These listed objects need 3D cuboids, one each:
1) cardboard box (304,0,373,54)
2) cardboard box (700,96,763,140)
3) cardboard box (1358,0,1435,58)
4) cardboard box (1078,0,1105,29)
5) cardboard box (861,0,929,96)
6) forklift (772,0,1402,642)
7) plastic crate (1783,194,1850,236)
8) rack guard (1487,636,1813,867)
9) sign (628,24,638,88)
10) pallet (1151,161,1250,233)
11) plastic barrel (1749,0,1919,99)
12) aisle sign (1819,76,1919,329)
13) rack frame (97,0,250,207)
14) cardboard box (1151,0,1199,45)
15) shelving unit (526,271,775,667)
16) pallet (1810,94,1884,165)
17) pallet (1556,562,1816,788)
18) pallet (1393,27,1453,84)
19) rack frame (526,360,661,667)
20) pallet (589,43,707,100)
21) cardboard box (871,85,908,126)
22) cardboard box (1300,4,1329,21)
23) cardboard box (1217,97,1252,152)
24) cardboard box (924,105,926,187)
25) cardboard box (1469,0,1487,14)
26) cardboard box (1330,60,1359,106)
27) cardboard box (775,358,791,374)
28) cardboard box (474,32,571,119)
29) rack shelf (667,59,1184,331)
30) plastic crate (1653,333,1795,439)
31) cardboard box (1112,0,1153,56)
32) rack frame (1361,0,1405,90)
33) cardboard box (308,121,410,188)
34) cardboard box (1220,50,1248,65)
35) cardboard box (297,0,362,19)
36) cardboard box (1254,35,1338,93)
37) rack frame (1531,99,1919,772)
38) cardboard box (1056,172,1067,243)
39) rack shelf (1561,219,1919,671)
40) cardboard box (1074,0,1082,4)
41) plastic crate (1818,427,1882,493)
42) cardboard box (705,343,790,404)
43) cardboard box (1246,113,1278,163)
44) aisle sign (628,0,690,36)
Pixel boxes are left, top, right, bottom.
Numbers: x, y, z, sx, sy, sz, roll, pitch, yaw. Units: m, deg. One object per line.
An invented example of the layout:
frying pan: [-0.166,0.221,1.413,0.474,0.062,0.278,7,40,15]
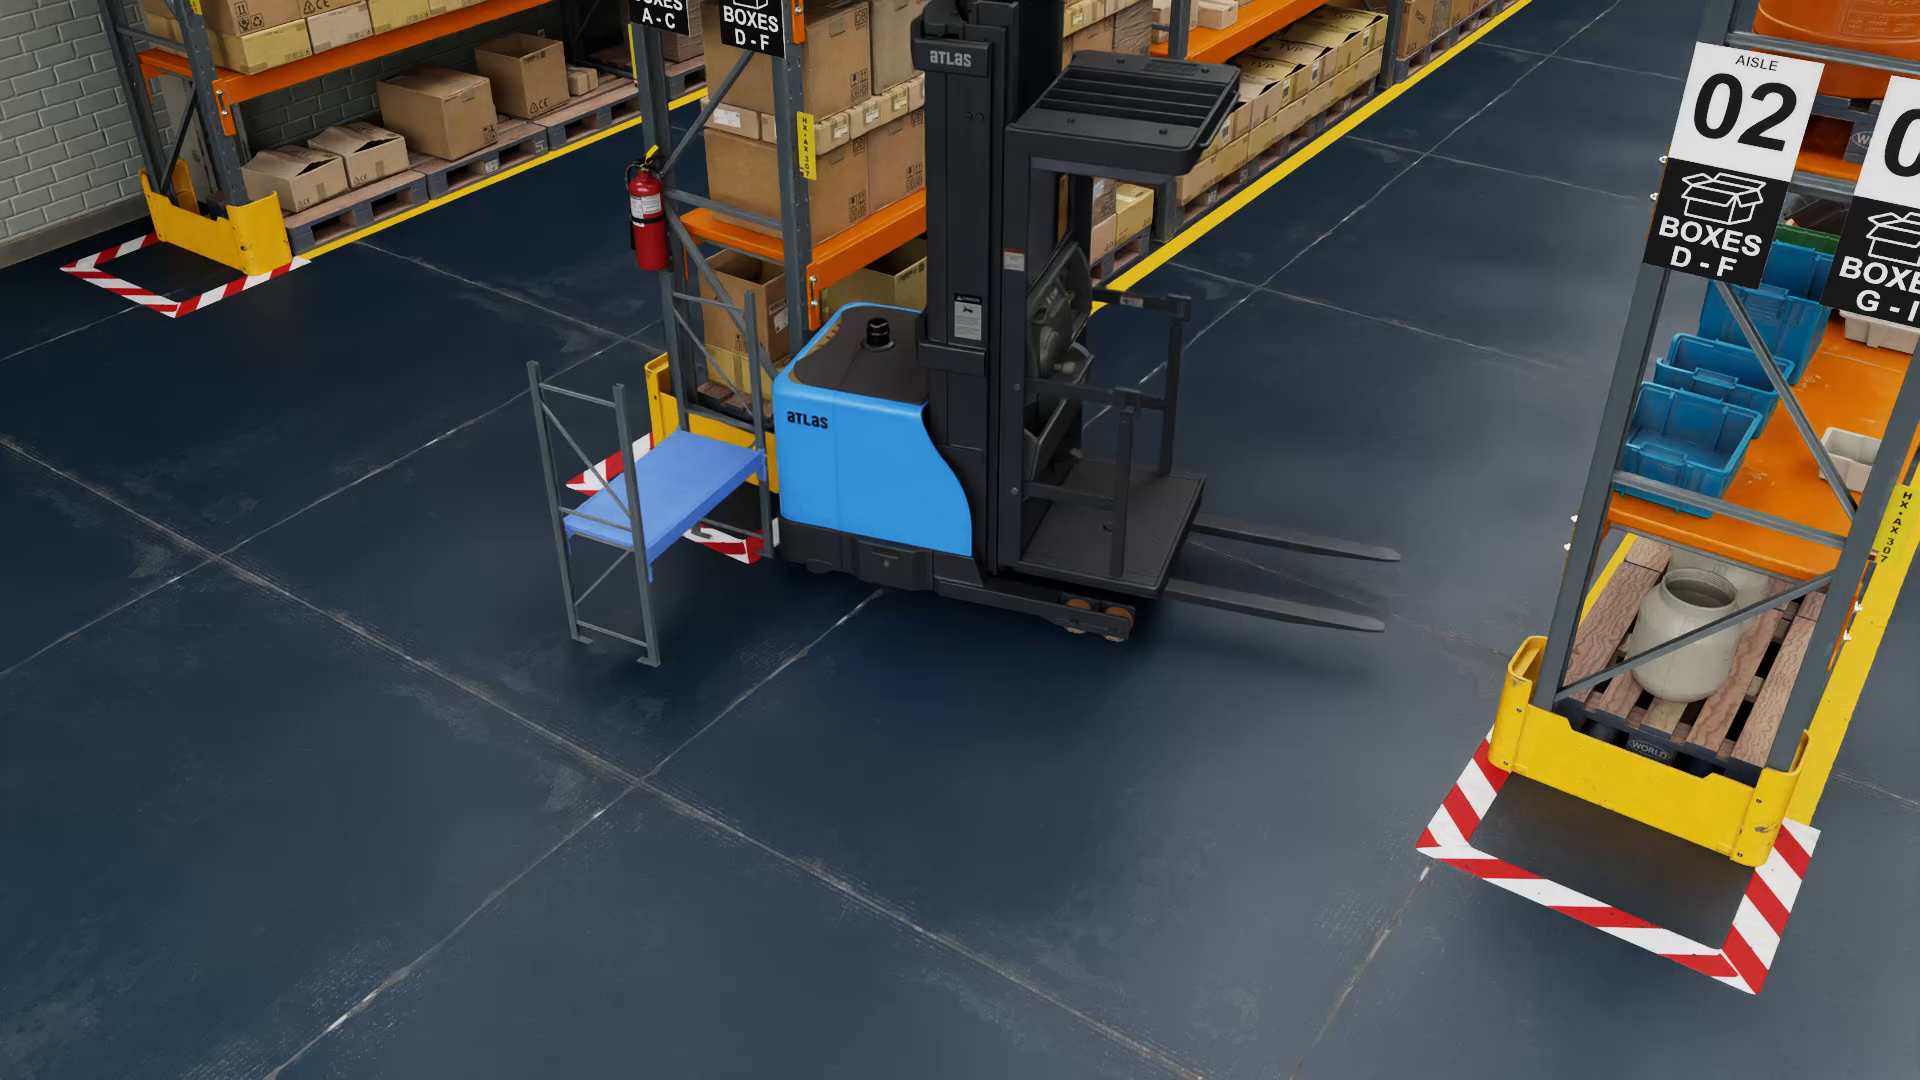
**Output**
cardboard box: [-4.443,-3.588,11.495,0.500,0.250,0.500,20,39,27]
cardboard box: [-1.134,-2.242,8.719,0.380,0.149,0.250,21,39,27]
cardboard box: [3.861,-4.642,14.775,0.500,0.500,0.500,23,40,30]
cardboard box: [0.668,-3.297,10.279,0.380,0.149,0.250,21,39,28]
cardboard box: [-0.593,-2.753,8.896,0.700,0.500,0.500,20,39,27]
forklift: [0.651,-1.061,7.702,3.031,2.935,1.130,11,36,16]
plastic crate: [4.750,-1.726,8.680,0.767,0.338,0.504,21,39,28]
rack guard: [2.877,0.874,7.011,1.175,0.500,0.348,21,39,28]
sign: [-1.633,-2.452,8.454,0.100,0.325,0.005,21,39,28]
pallet: [1.474,-2.732,12.602,1.003,0.211,1.213,21,39,28]
plastic barrel: [3.045,-1.970,5.549,0.600,0.830,0.708,21,39,28]
aisle sign: [3.072,-1.061,5.321,0.394,0.787,0.004,21,39,28]
rack frame: [-5.267,-3.276,10.916,1.000,3.000,0.127,21,39,28]
cardboard box: [1.331,-3.714,11.699,0.500,0.250,0.500,24,41,31]
shelving unit: [-1.421,-0.344,7.920,0.538,1.500,1.048,16,37,22]
pallet: [3.424,-1.625,5.966,1.003,0.211,1.213,21,39,28]
pallet: [3.344,0.622,7.642,1.003,0.211,1.213,21,39,28]
pallet: [3.823,-4.553,15.294,1.003,0.211,1.213,21,39,28]
rack frame: [-1.649,-0.089,7.543,0.500,1.500,0.032,16,37,22]
pallet: [-2.543,-4.320,14.950,1.003,0.211,1.213,21,39,28]
cardboard box: [-0.503,-2.354,8.884,0.380,0.149,0.250,21,40,28]
cardboard box: [2.827,-4.497,14.301,0.500,0.311,0.500,23,40,30]
cardboard box: [1.816,-3.142,12.298,0.500,0.311,0.500,21,39,28]
cardboard box: [-0.335,-2.417,9.557,0.700,0.500,0.500,22,40,28]
cardboard box: [4.738,-5.355,15.830,0.500,0.500,0.500,20,39,27]
cardboard box: [2.976,-3.853,13.850,0.500,0.250,0.500,21,39,28]
cardboard box: [-0.706,-0.906,9.491,0.500,0.250,0.500,21,39,28]
cardboard box: [-3.545,-3.773,13.490,0.500,0.500,0.500,18,38,25]
rack shelf: [-0.055,-2.317,10.141,1.077,0.370,4.000,21,39,28]
plastic crate: [3.287,-0.672,7.200,0.499,0.251,0.408,21,39,28]
cardboard box: [0.838,-3.371,10.968,0.700,0.500,0.500,20,39,27]
rack frame: [3.366,-5.377,14.023,1.000,3.000,0.127,21,39,28]
cardboard box: [-4.473,-2.896,12.362,0.500,0.311,0.500,25,41,32]
cardboard box: [1.949,-3.781,13.243,0.500,0.311,0.500,21,39,28]
cardboard box: [-4.458,-3.880,11.257,0.500,0.500,0.500,21,40,28]
cardboard box: [2.689,-3.852,13.347,0.500,0.311,0.500,21,39,28]
rack frame: [2.872,-0.111,6.237,1.000,3.000,0.127,21,39,28]
cardboard box: [0.424,-2.141,10.648,0.500,0.500,0.500,21,39,28]
rack shelf: [4.013,-0.734,7.799,1.077,0.370,4.000,21,39,28]
cardboard box: [0.551,-3.675,10.260,0.700,0.500,0.500,21,39,28]
plastic crate: [3.647,-0.311,6.768,0.298,0.136,0.250,21,39,28]
cardboard box: [-1.132,-1.071,9.736,0.500,0.250,0.500,21,39,28]
cardboard box: [2.105,-3.151,12.812,0.500,0.250,0.500,20,39,27]
aisle sign: [-1.474,-2.835,7.945,0.394,0.787,0.004,21,39,28]
